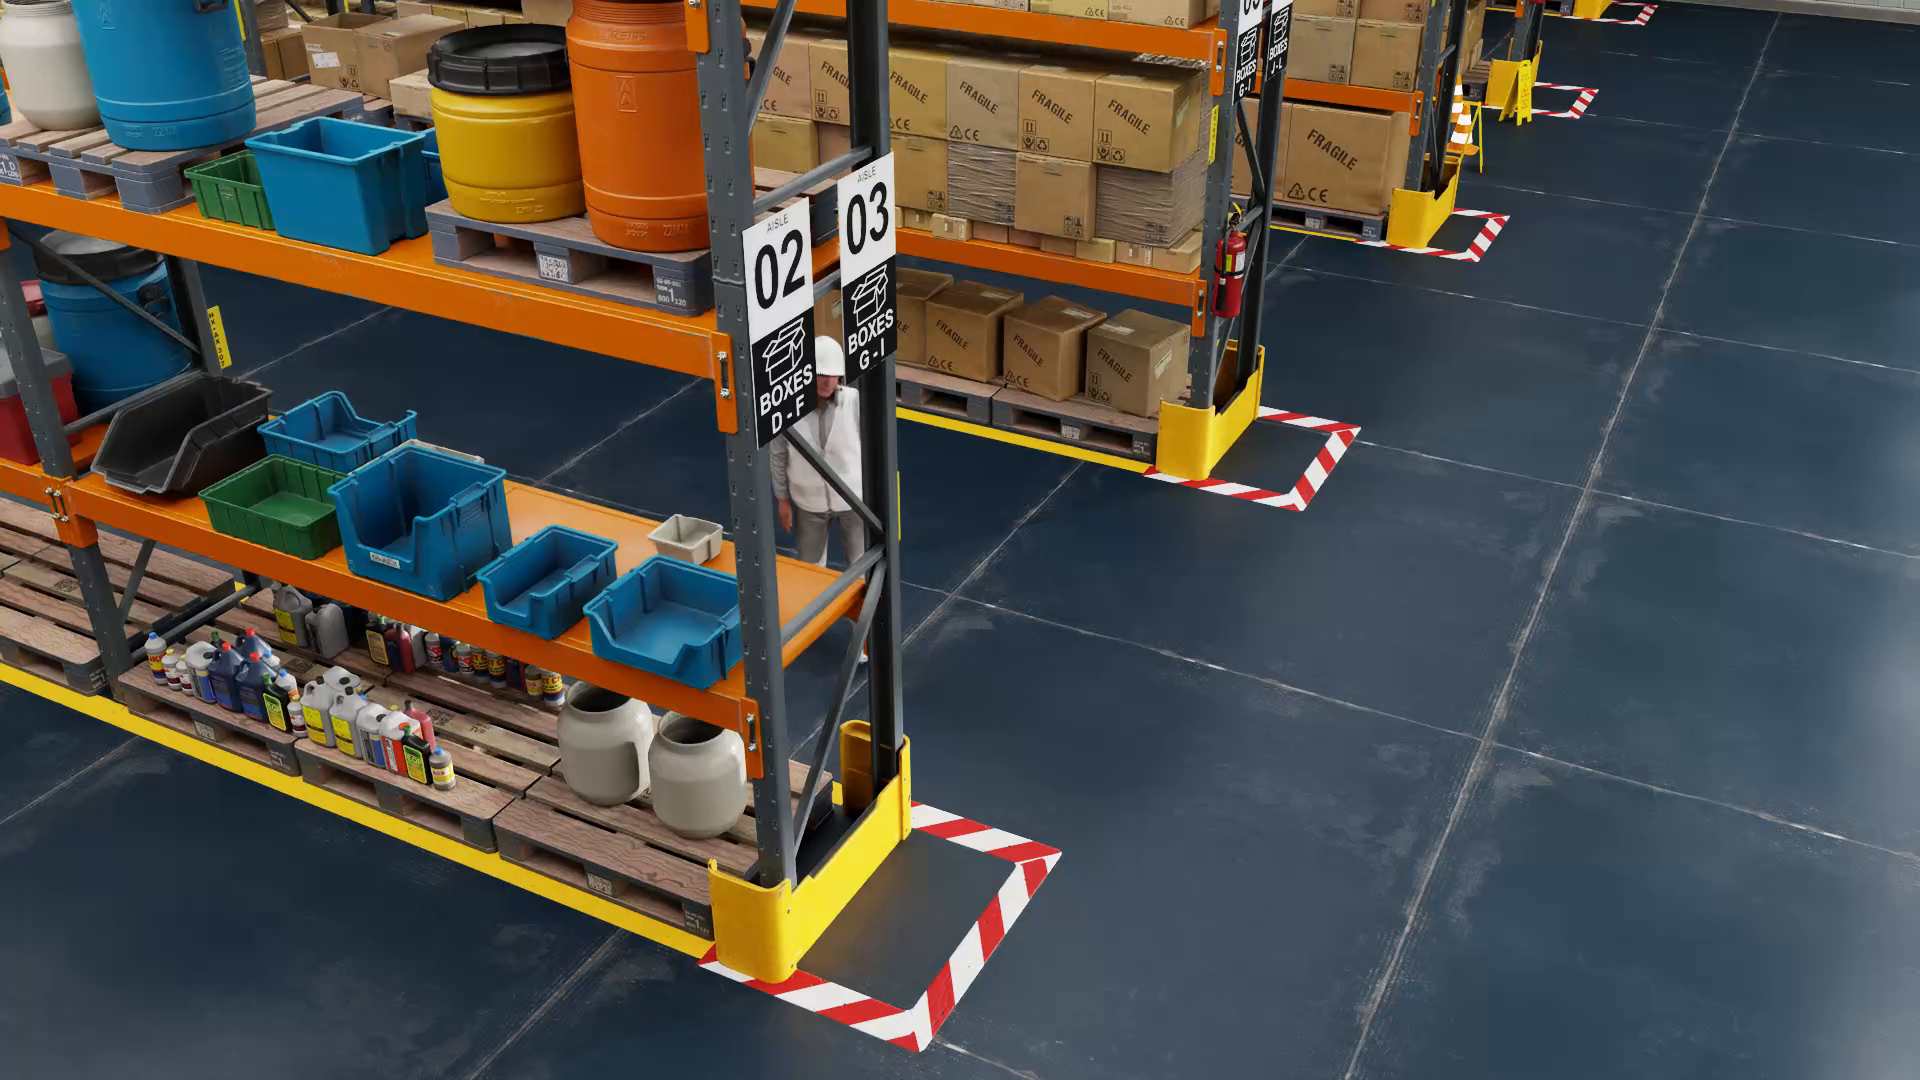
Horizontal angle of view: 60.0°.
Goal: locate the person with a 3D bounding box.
[{"bbox_3d":[-0.677,-0.193,8.547,0.585,1.781,0.462,0,30,1],"label":"person"}]
